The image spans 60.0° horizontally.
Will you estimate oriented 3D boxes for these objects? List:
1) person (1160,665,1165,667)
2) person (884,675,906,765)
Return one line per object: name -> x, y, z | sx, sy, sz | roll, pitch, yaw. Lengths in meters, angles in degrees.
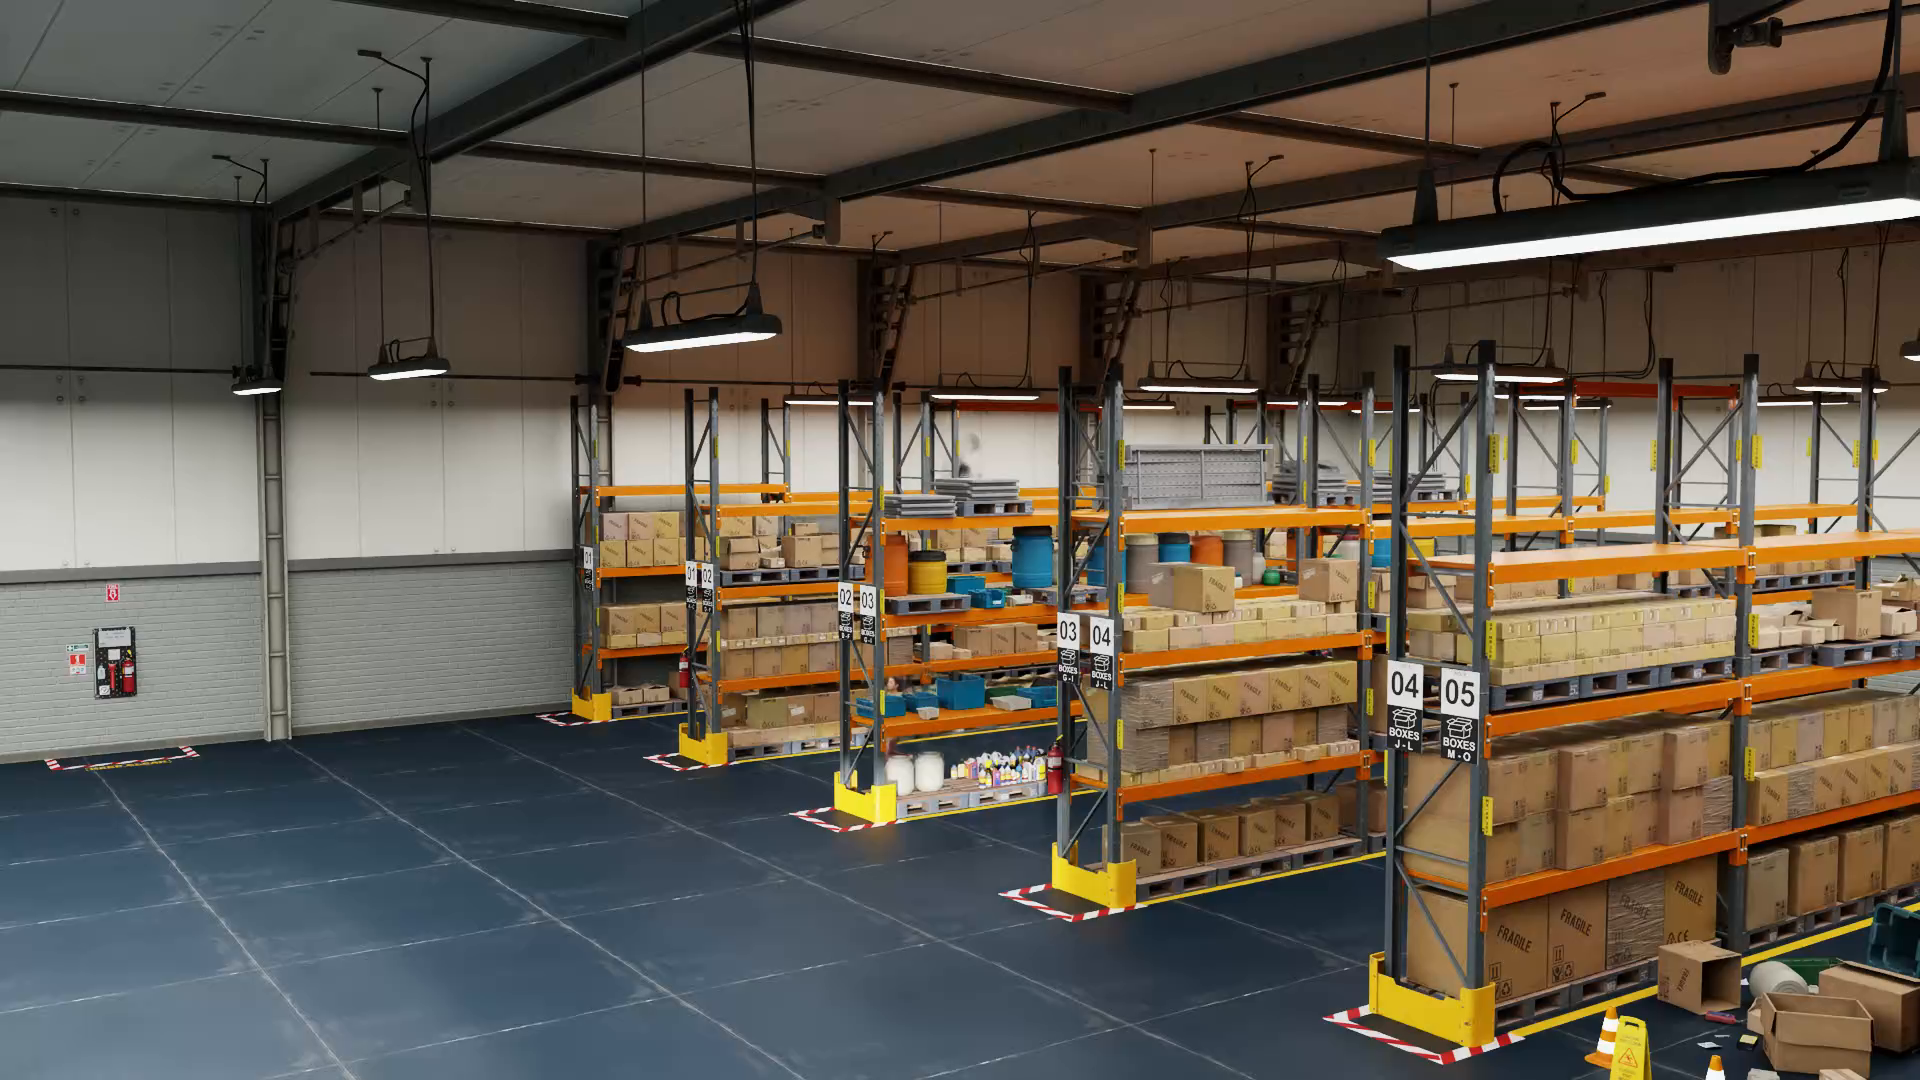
person -> 3.284, 2.535, 28.838 | 0.875, 1.824, 0.694 | -3, 5, -43
person -> -0.983, 2.842, 25.069 | 0.641, 1.619, 0.581 | -3, 5, -43
